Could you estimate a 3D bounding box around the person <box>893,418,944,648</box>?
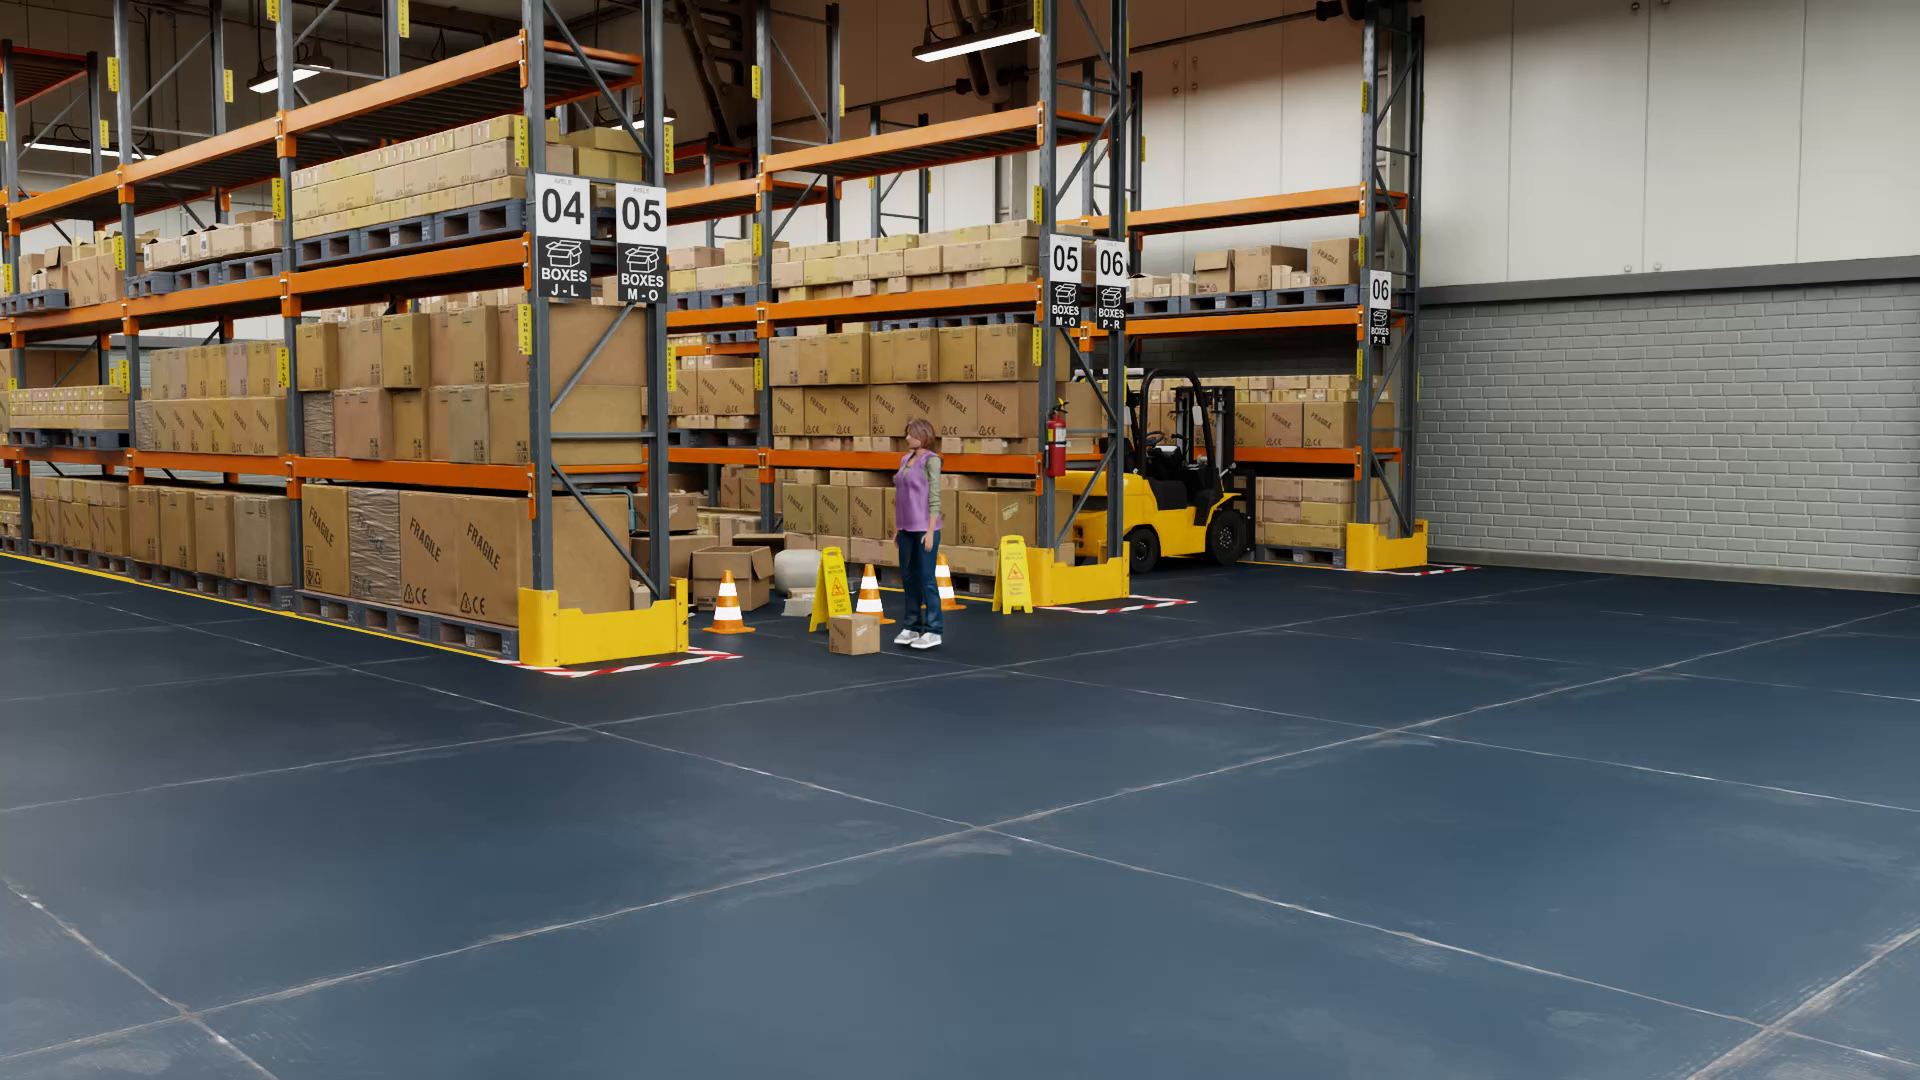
[{"bbox_3d":[-0.295,-0.054,11.707,0.321,1.607,0.424,-3,5,-38],"label":"person"}]
